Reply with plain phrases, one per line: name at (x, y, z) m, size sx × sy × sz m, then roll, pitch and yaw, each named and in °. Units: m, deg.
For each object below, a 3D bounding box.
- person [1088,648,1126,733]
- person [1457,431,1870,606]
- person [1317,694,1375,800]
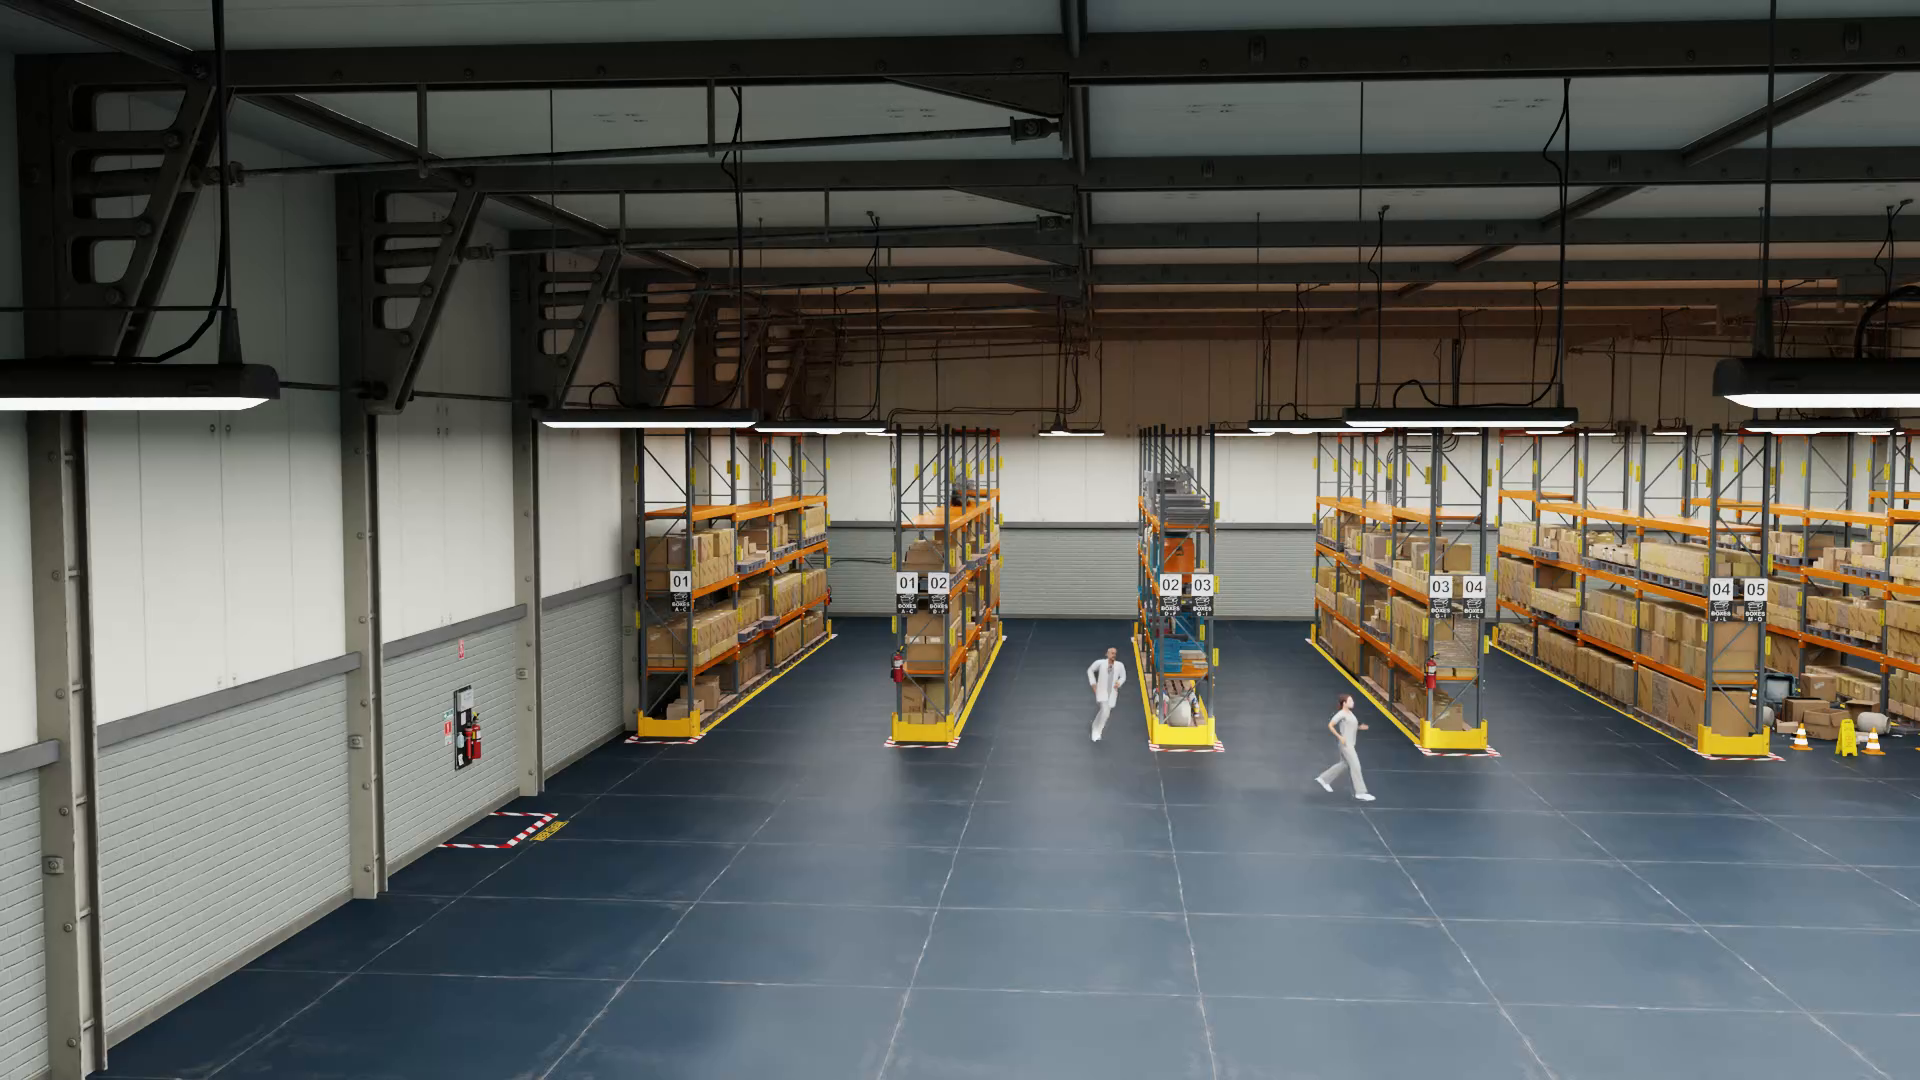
person at (-0.413, 3.766, 17.794) m, size 14.714 × 1.757 × 25.461 m, roll -1°, pitch 4°, yaw -16°
person at (20.665, -0.610, 48.359) m, size 10.593 × 5.210 × 10.715 m, roll 2°, pitch 4°, yaw 30°
person at (6.124, 3.257, 26.378) m, size 0.970 × 1.652 × 0.565 m, roll 2°, pitch 4°, yaw 28°
